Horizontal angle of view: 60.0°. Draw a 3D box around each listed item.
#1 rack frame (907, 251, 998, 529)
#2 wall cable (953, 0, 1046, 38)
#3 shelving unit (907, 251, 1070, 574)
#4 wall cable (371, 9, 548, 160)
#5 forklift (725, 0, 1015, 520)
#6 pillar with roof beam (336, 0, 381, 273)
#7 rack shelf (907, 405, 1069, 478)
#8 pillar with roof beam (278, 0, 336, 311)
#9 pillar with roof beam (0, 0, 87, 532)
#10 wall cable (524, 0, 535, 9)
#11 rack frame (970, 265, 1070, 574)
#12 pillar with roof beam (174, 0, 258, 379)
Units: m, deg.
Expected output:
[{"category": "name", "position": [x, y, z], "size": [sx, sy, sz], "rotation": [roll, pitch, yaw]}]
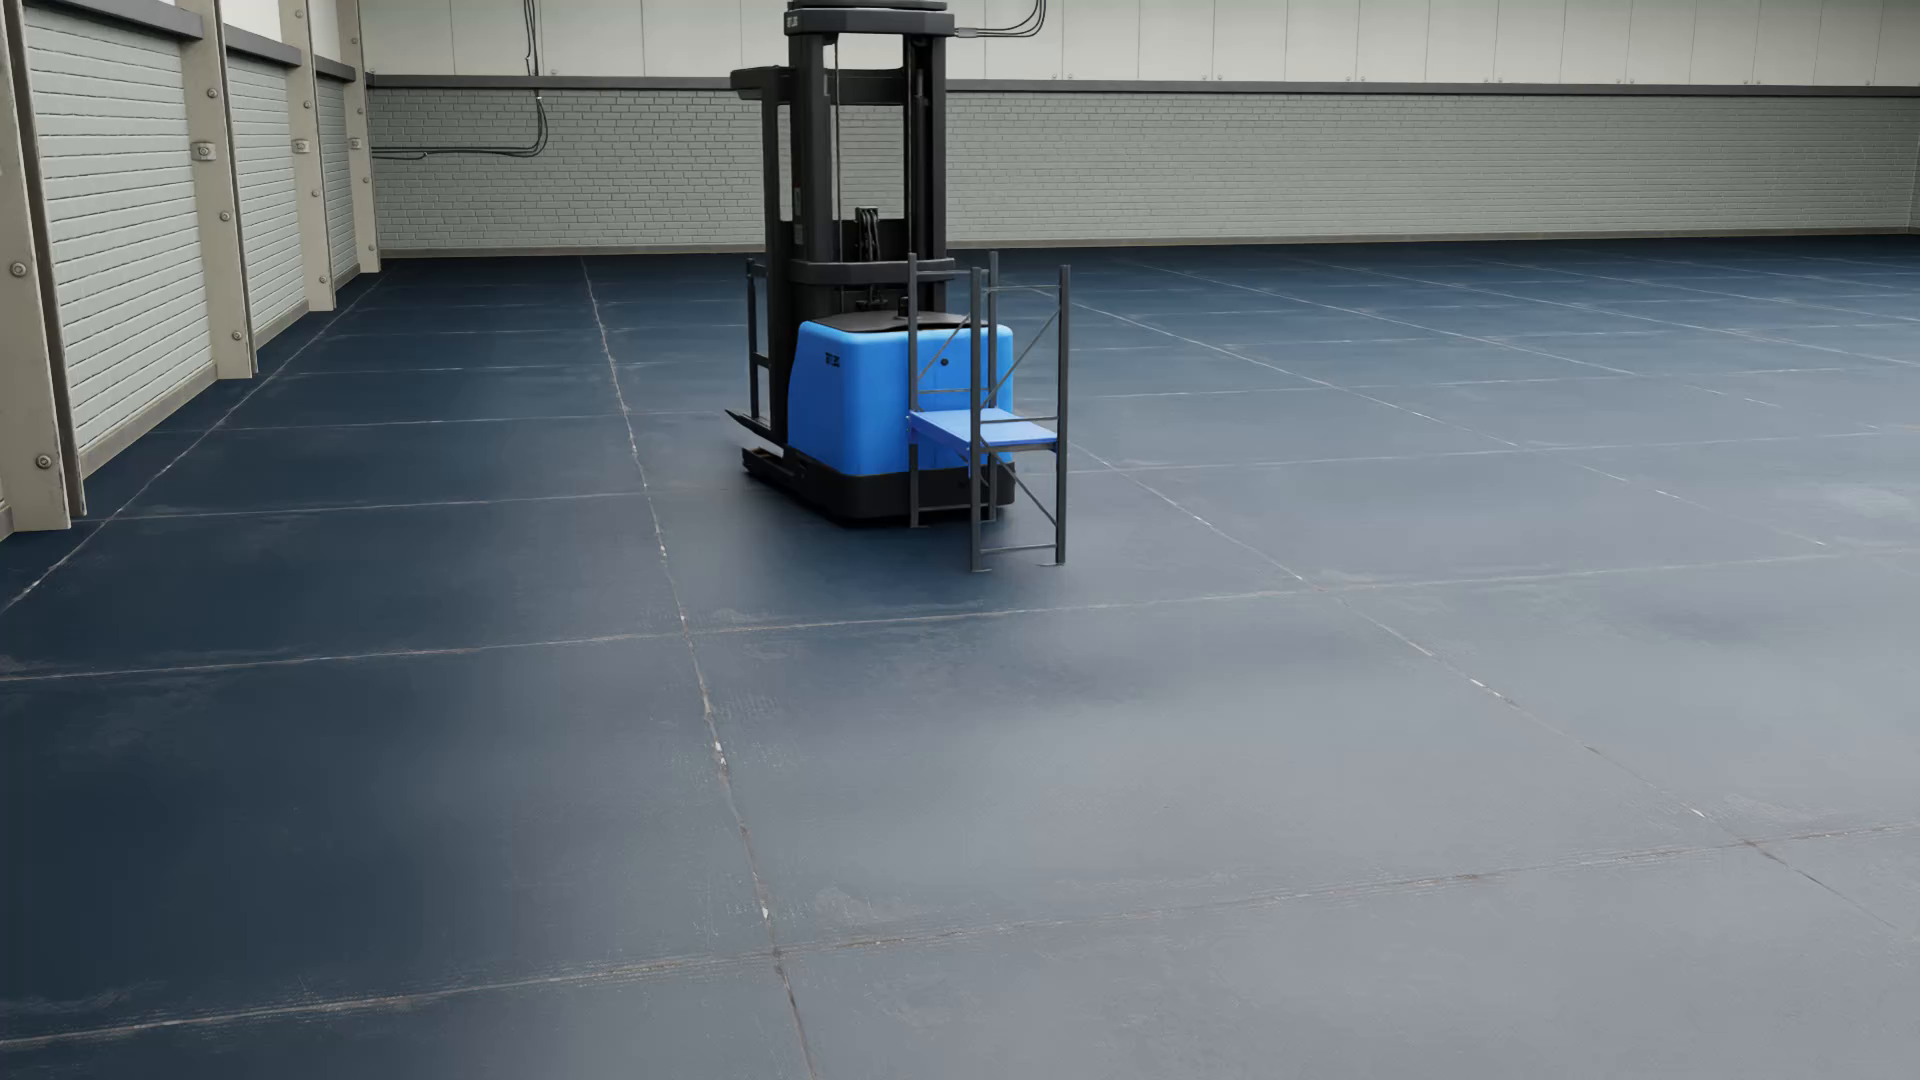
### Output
[{"category": "rack frame", "position": [-0.038, -0.812, 9.091], "size": [0.500, 1.500, 0.032], "rotation": [-5, 14, -18]}, {"category": "wall cable", "position": [0.481, -11.553, 30.088], "size": [2.305, 6.003, 0.169], "rotation": [-3, 14, -13]}, {"category": "shelving unit", "position": [0.127, -0.698, 8.624], "size": [0.538, 1.500, 1.048], "rotation": [-5, 14, -18]}, {"category": "wall cable", "position": [-8.751, -7.867, 28.709], "size": [3.097, 2.526, 0.112], "rotation": [-3, 14, -13]}, {"category": "forklift", "position": [-0.744, -1.840, 10.283], "size": [1.130, 2.935, 3.031], "rotation": [-6, 15, -23]}, {"category": "pillar with roof beam", "position": [-5.160, -8.862, 26.240], "size": [9.100, 9.000, 0.400], "rotation": [-3, 14, -13]}, {"category": "rack shelf", "position": [0.127, -0.523, 8.666], "size": [0.538, 0.185, 1.000], "rotation": [-5, 14, -18]}, {"category": "pillar with roof beam", "position": [-3.750, -7.478, 20.574], "size": [9.100, 9.000, 0.400], "rotation": [-3, 14, -13]}, {"category": "pillar with roof beam", "position": [-0.932, -4.710, 9.243], "size": [9.100, 9.000, 0.400], "rotation": [-3, 14, -13]}, {"category": "wall cable", "position": [-6.121, -10.471, 28.727], "size": [3.097, 2.526, 0.112], "rotation": [-3, 14, -13]}, {"category": "rack frame", "position": [0.292, -0.584, 8.156], "size": [0.500, 1.500, 0.032], "rotation": [-5, 14, -18]}, {"category": "pillar with roof beam", "position": [-2.341, -6.094, 14.908], "size": [9.100, 9.000, 0.400], "rotation": [-3, 14, -13]}]
